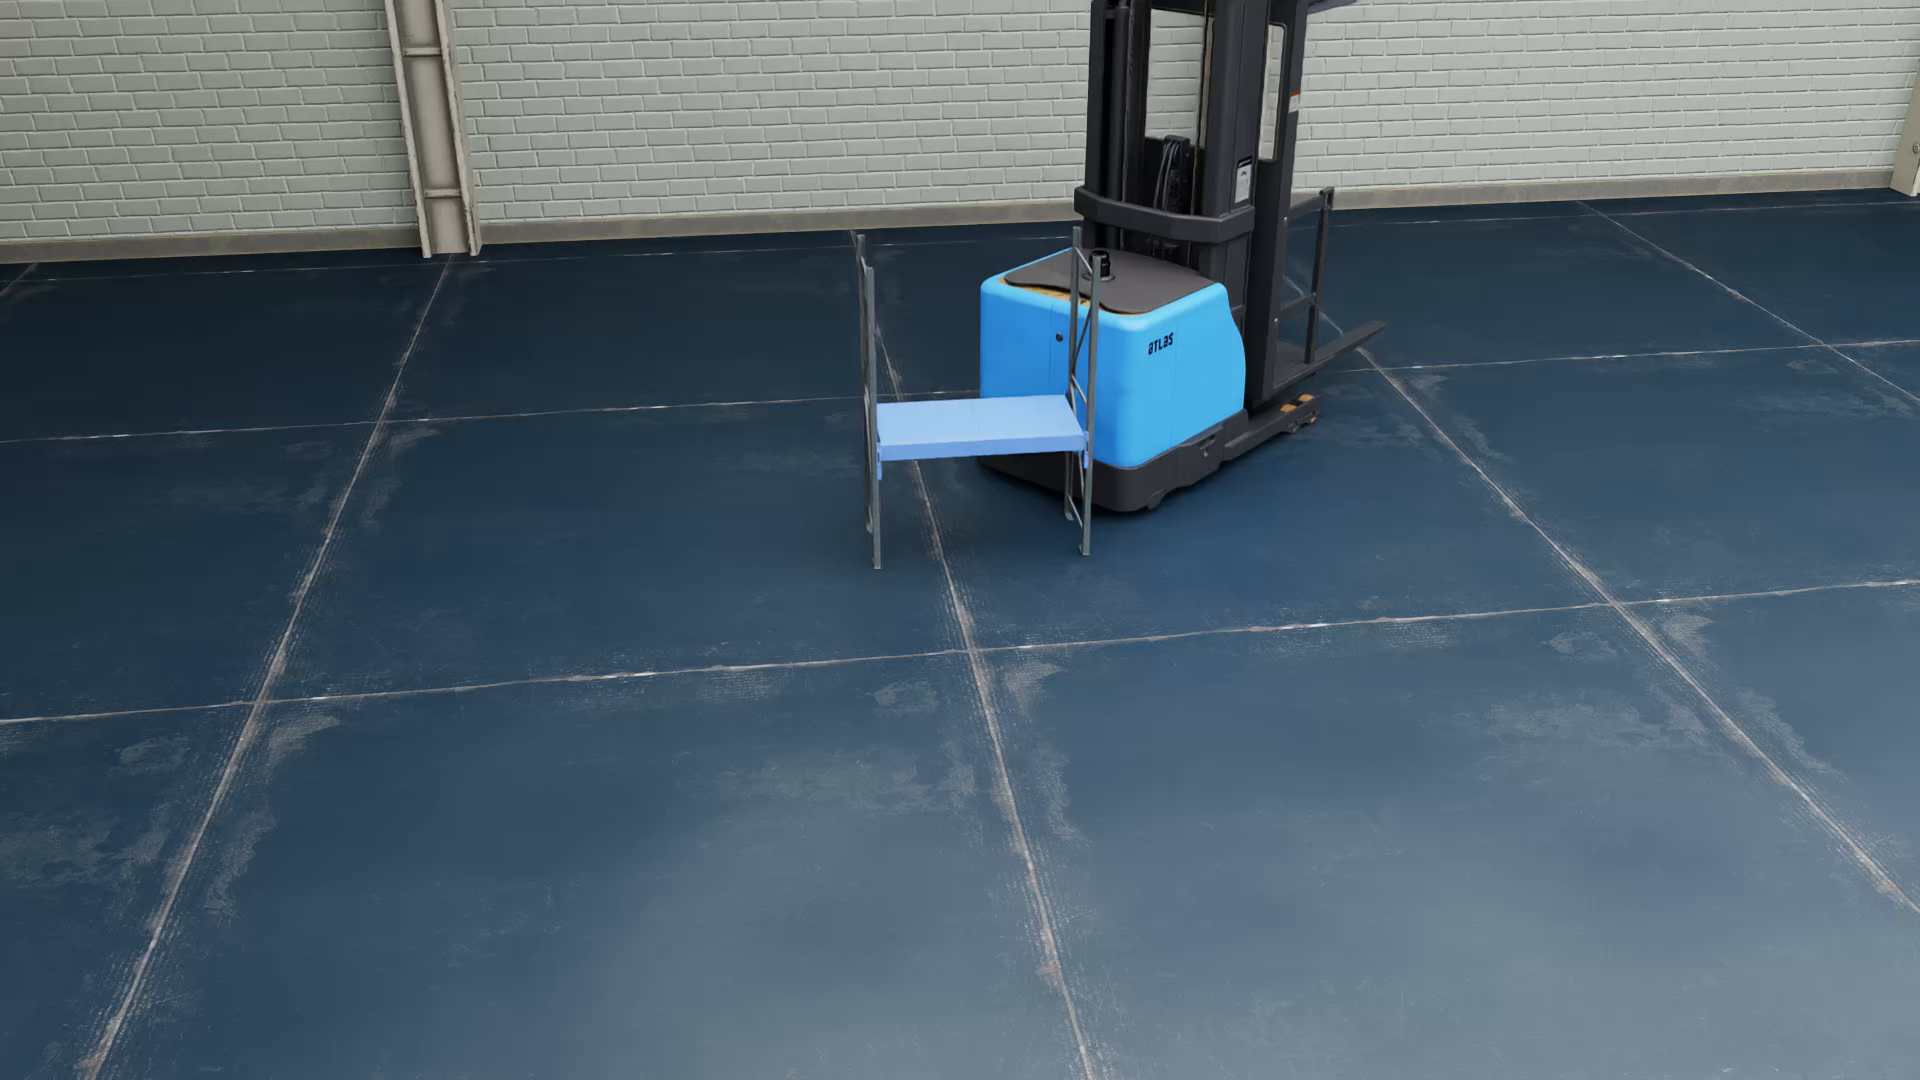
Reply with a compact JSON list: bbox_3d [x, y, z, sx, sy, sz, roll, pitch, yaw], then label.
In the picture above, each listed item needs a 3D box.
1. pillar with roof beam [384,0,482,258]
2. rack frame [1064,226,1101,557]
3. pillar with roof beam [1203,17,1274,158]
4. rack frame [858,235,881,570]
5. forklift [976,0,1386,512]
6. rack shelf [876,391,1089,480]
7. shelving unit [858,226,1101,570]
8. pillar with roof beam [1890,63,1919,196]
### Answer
[{"bbox_3d":[-3.209,-4.235,6.646,0.400,9.000,9.100,-4,27,-7],"label":"pillar with roof beam"},{"bbox_3d":[0.580,-0.699,7.969,0.032,1.500,0.500,-3,27,-7],"label":"rack frame"},{"bbox_3d":[2.733,-4.616,7.390,0.400,9.000,9.100,-4,27,-7],"label":"pillar with roof beam"},{"bbox_3d":[-0.428,-0.637,7.849,0.032,1.500,0.500,-3,27,-7],"label":"rack frame"},{"bbox_3d":[1.430,-2.040,9.016,1.130,2.935,3.031,21,34,35],"label":"forklift"},{"bbox_3d":[0.076,-0.508,7.991,1.000,0.185,0.538,-3,27,-7],"label":"rack shelf"},{"bbox_3d":[0.076,-0.668,7.909,1.048,1.500,0.538,-3,27,-7],"label":"shelving unit"},{"bbox_3d":[8.674,-4.998,8.133,0.400,9.000,9.100,-4,27,-7],"label":"pillar with roof beam"}]
